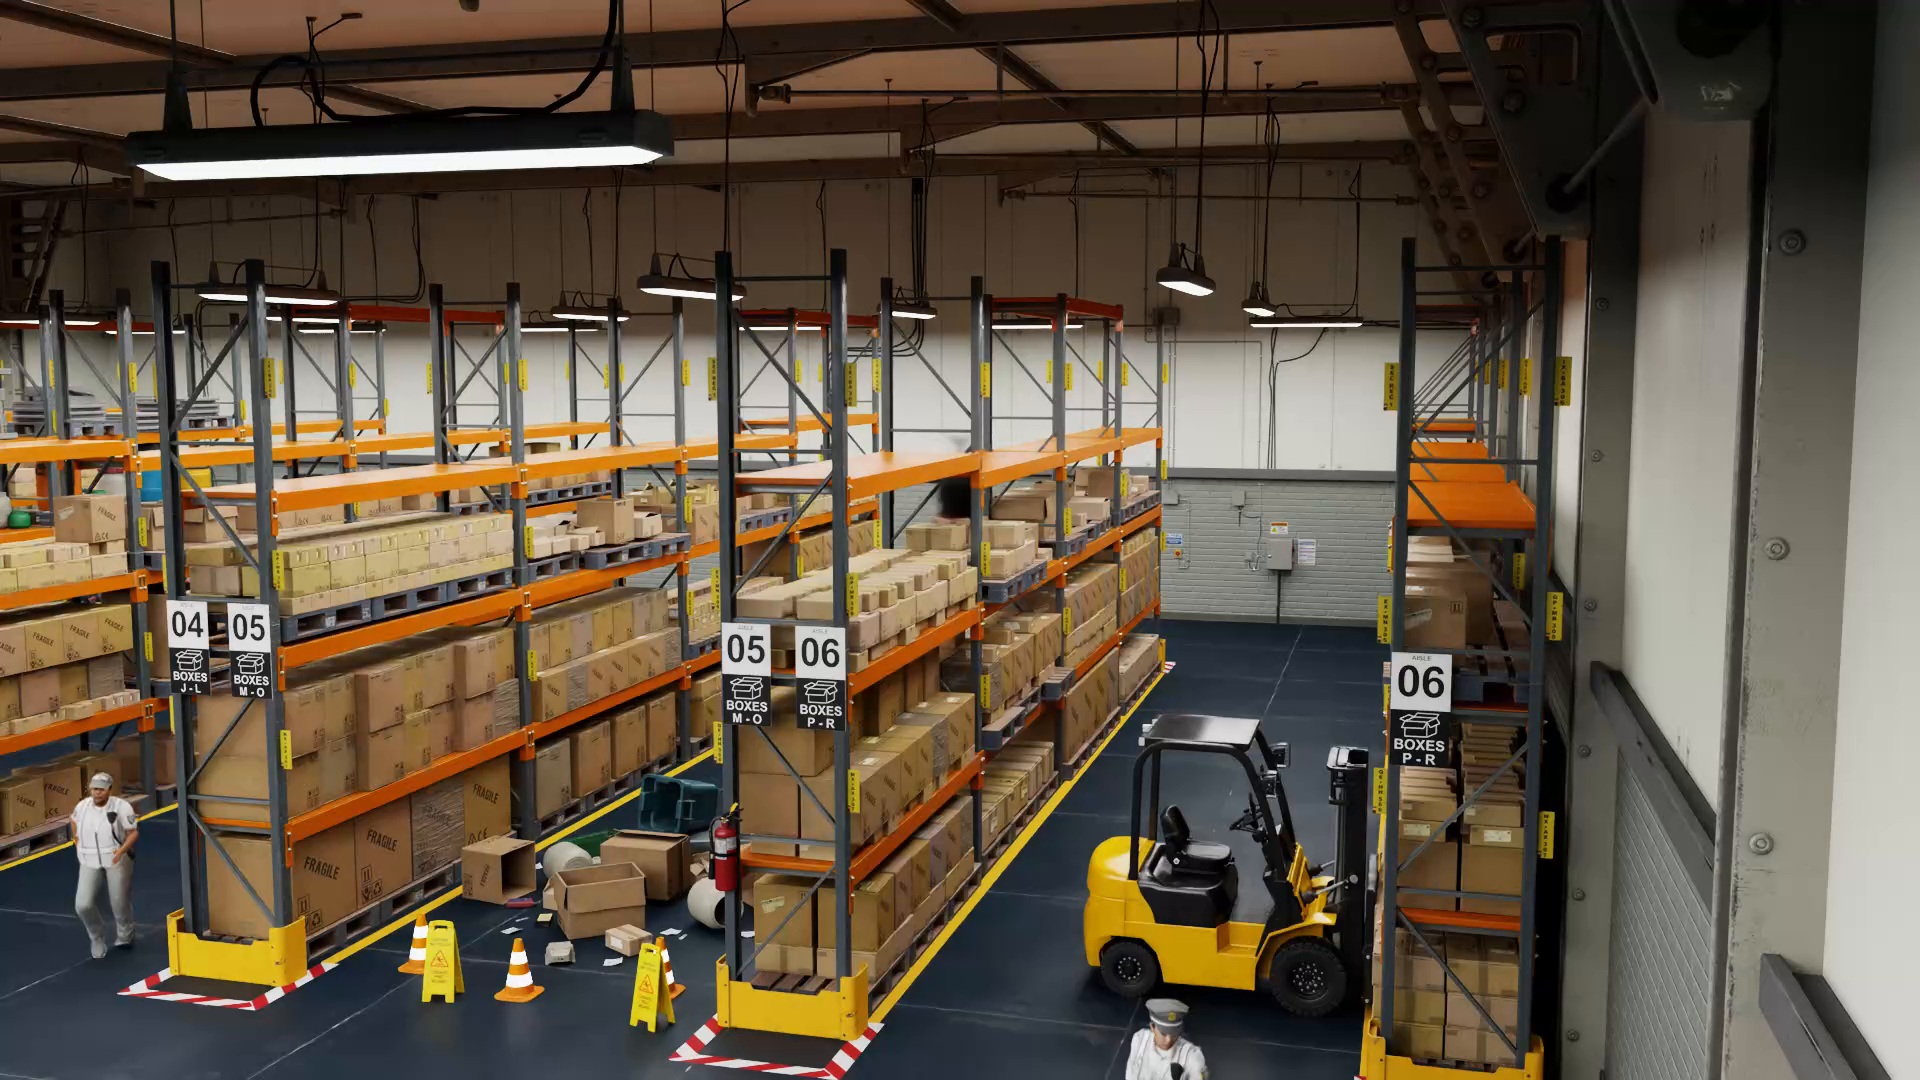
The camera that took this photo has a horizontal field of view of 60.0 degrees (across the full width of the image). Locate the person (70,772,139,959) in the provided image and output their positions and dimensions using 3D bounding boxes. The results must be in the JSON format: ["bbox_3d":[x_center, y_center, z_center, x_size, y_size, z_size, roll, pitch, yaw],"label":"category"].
[{"bbox_3d":[-7.465,2.834,14.493,0.598,1.651,0.751,-1,6,-13],"label":"person"}]

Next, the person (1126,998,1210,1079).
[{"bbox_3d":[1.199,3.371,9.564,0.594,1.621,0.703,2,7,22],"label":"person"}]
